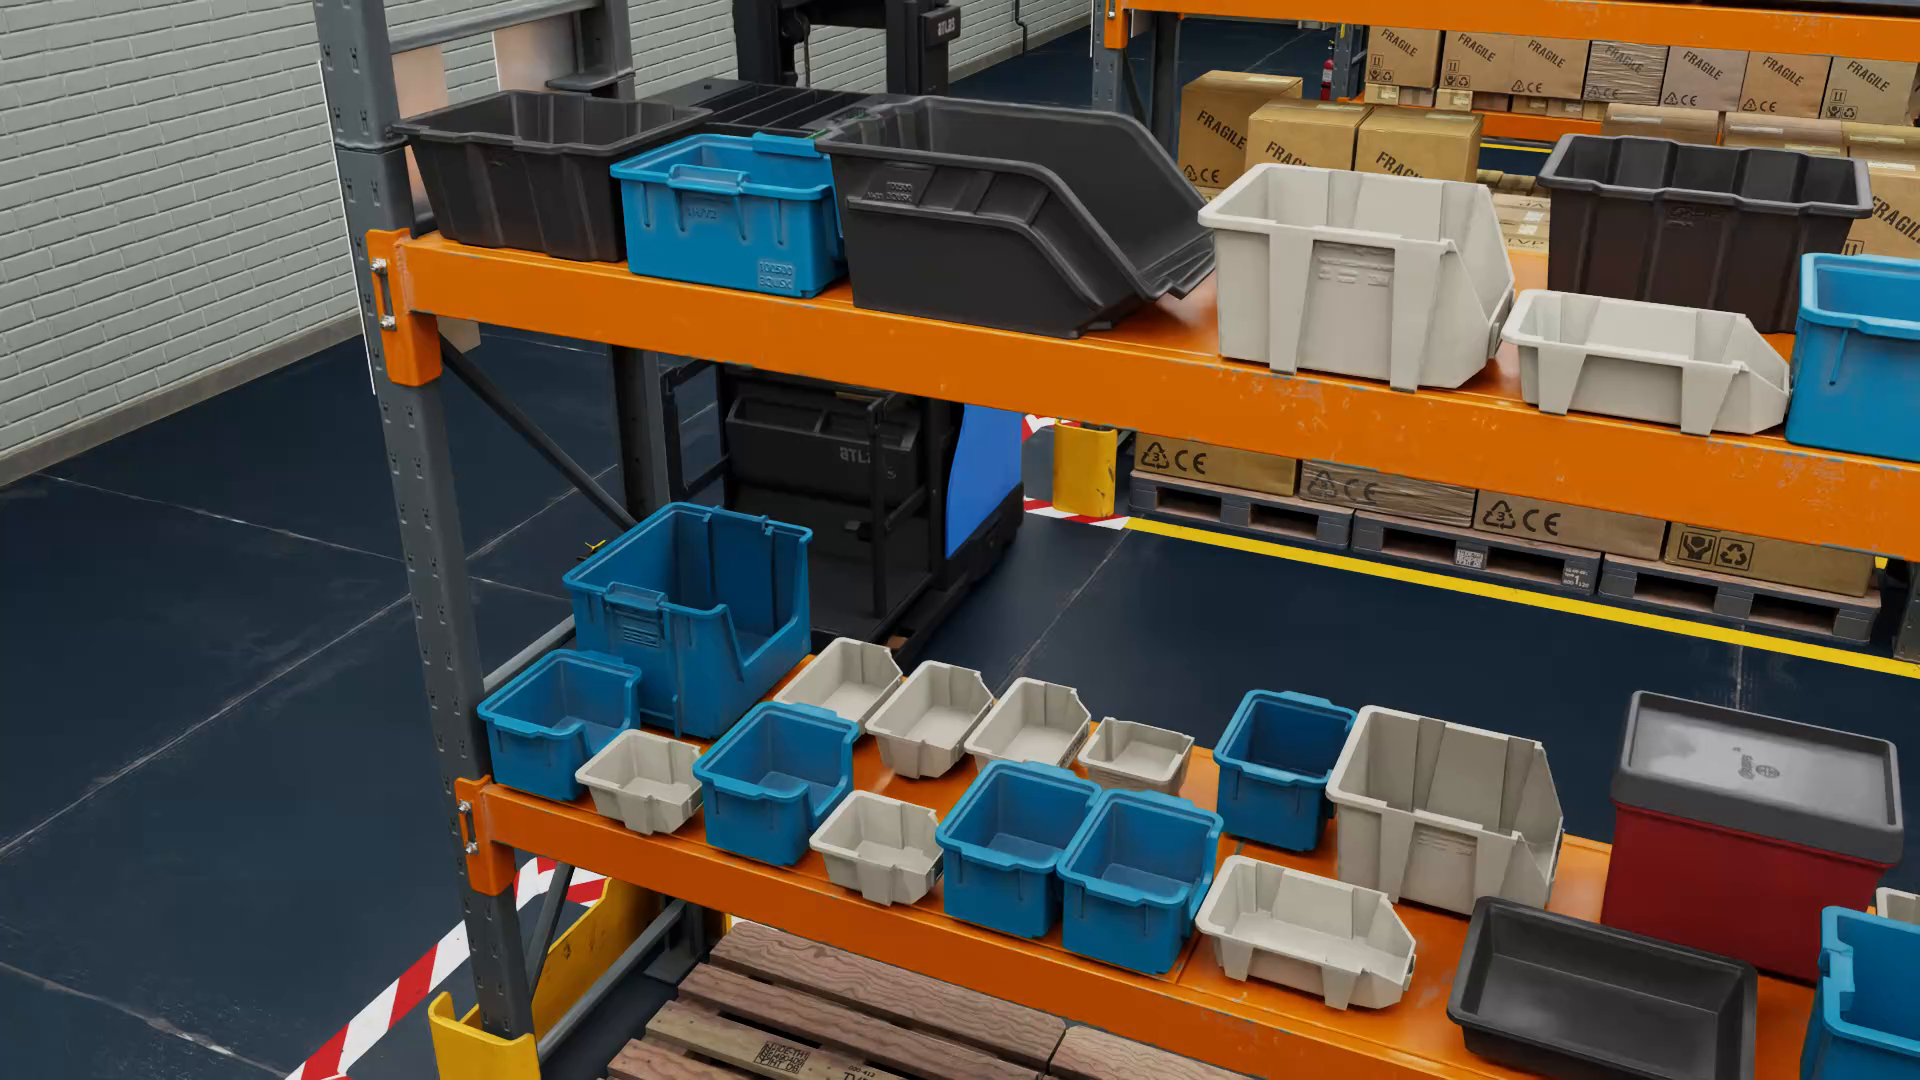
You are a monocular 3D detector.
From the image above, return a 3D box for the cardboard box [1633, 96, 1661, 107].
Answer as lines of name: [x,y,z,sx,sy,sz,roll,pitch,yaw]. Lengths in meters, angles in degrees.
cardboard box: [4.882,-3.063,11.859,0.250,0.149,0.380,12,29,23]

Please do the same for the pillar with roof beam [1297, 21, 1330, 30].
pillar with roof beam: [3.196,-9.513,17.884,0.400,9.000,9.100,11,28,22]

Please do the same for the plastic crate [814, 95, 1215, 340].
plastic crate: [0.132,-0.652,3.353,0.767,0.338,0.504,11,28,22]

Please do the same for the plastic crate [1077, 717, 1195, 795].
plastic crate: [0.471,0.590,4.386,0.250,0.136,0.298,11,28,22]

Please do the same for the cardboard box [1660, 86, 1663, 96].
cardboard box: [5.087,-3.283,12.306,0.250,0.149,0.380,12,29,24]

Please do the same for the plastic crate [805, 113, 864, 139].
plastic crate: [-0.129,-0.909,4.045,0.336,0.188,0.450,11,28,22]

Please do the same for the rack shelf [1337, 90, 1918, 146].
rack shelf: [4.871,-3.003,12.269,4.000,0.370,1.077,11,28,22]

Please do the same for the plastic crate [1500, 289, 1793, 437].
plastic crate: [1.181,-0.300,2.866,0.466,0.136,0.293,11,28,22]

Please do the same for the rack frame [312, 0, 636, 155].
rack frame: [-1.145,-2.416,3.469,0.127,3.000,1.000,11,28,22]

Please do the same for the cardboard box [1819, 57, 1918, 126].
cardboard box: [6.135,-3.114,11.228,0.500,0.500,0.500,11,28,22]

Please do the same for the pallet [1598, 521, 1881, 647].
pallet: [3.887,0.096,8.316,1.213,0.211,1.003,11,28,22]

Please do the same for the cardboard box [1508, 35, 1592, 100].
cardboard box: [4.283,-3.495,12.002,0.500,0.500,0.500,12,29,22]

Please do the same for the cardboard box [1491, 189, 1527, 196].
cardboard box: [4.124,-2.524,12.559,0.250,0.149,0.380,10,28,19]

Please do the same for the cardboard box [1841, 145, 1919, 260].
cardboard box: [4.018,-1.364,7.108,0.500,0.500,0.500,12,29,23]

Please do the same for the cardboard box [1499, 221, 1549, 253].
cardboard box: [2.640,-1.307,7.841,0.500,0.250,0.500,11,28,21]

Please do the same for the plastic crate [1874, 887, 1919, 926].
plastic crate: [2.132,0.956,3.643,0.243,0.136,0.396,11,28,22]

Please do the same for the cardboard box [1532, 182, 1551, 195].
cardboard box: [4.608,-2.708,12.933,0.250,0.149,0.380,12,29,24]

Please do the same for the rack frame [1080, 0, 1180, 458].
rack frame: [0.905,-1.716,8.839,0.127,3.000,1.000,11,28,22]

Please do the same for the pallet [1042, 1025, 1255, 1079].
pallet: [0.696,1.917,4.618,1.213,0.211,1.003,11,28,22]

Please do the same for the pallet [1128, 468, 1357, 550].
pallet: [1.666,-0.350,9.222,1.213,0.211,1.003,11,28,22]

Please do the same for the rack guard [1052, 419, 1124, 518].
rack guard: [0.884,-0.599,9.400,0.348,0.500,1.175,11,28,22]

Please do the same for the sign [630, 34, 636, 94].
sign: [-0.932,-1.247,4.610,0.005,0.325,0.100,11,28,22]

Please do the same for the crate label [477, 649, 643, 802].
crate label: [-1.056,0.501,4.457,0.303,0.233,0.416,11,28,22]

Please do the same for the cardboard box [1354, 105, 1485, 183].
cardboard box: [2.160,-1.738,7.869,0.500,0.500,0.500,11,28,20]

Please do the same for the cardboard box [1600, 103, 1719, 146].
cardboard box: [3.296,-1.764,7.921,0.500,0.500,0.500,10,28,20]

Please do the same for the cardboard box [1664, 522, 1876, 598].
cardboard box: [3.979,-0.373,8.041,0.875,0.875,0.875,11,28,22]

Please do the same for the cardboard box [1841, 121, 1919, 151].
cardboard box: [4.217,-1.577,7.542,0.500,0.500,0.500,11,28,22]

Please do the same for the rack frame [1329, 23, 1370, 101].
rack frame: [3.051,-3.692,12.852,0.127,3.000,1.000,11,28,22]

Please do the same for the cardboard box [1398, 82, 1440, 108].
cardboard box: [3.459,-3.358,12.459,0.250,0.149,0.380,12,29,24]

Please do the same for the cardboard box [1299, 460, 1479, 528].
cardboard box: [2.350,-0.700,8.705,0.875,0.875,0.875,11,28,22]

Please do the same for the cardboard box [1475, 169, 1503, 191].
cardboard box: [4.131,-2.808,13.136,0.250,0.149,0.380,11,28,21]

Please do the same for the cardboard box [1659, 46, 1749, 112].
cardboard box: [5.210,-3.300,11.608,0.500,0.500,0.500,11,28,22]

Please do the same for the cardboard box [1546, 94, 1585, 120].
cardboard box: [4.424,-3.179,12.096,0.250,0.149,0.380,11,28,21]

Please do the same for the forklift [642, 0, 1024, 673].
forklift: [-0.703,-0.850,7.157,1.130,2.935,3.031,10,28,20]

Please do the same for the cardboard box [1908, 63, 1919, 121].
cardboard box: [9.246,-4.123,15.659,0.875,0.875,0.875,12,29,23]

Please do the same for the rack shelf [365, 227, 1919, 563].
rack shelf: [0.676,-0.382,3.548,4.000,0.370,1.077,11,28,22]

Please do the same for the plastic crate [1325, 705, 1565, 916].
plastic crate: [1.183,0.680,4.039,0.530,0.282,0.437,11,28,22]

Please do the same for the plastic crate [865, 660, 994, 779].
plastic crate: [-0.070,0.502,4.565,0.243,0.136,0.396,11,28,22]

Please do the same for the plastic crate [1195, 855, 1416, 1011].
plastic crate: [0.787,0.901,3.755,0.466,0.136,0.293,11,28,22]

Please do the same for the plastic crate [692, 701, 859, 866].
plastic crate: [-0.457,0.622,4.213,0.300,0.233,0.416,11,28,22]

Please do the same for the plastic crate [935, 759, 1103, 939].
plastic crate: [0.142,0.742,3.968,0.300,0.233,0.416,11,28,22]

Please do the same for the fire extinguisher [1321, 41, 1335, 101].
fire extinguisher: [3.012,-3.721,13.422,0.183,0.674,0.296,11,28,22]

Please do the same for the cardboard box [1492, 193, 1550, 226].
cardboard box: [2.857,-1.521,8.276,0.500,0.250,0.500,11,28,22]

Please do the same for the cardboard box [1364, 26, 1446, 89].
cardboard box: [3.345,-3.677,12.372,0.500,0.500,0.500,13,29,24]

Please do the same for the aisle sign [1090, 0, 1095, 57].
aisle sign: [0.716,-2.775,8.047,0.004,0.787,0.394,11,28,22]

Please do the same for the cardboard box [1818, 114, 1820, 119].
cardboard box: [5.837,-2.882,11.492,0.250,0.149,0.380,13,29,24]

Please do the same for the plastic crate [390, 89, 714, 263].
plastic crate: [-0.910,-0.829,3.790,0.590,0.269,0.497,11,28,22]

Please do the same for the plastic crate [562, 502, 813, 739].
plastic crate: [-0.763,0.219,4.801,0.499,0.435,0.616,11,28,22]

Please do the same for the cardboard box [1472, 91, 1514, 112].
cardboard box: [3.974,-3.295,12.331,0.250,0.149,0.380,13,29,24]

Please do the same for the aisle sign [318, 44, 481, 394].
aisle sign: [-1.333,-0.784,4.004,0.004,0.787,0.394,11,28,22]
